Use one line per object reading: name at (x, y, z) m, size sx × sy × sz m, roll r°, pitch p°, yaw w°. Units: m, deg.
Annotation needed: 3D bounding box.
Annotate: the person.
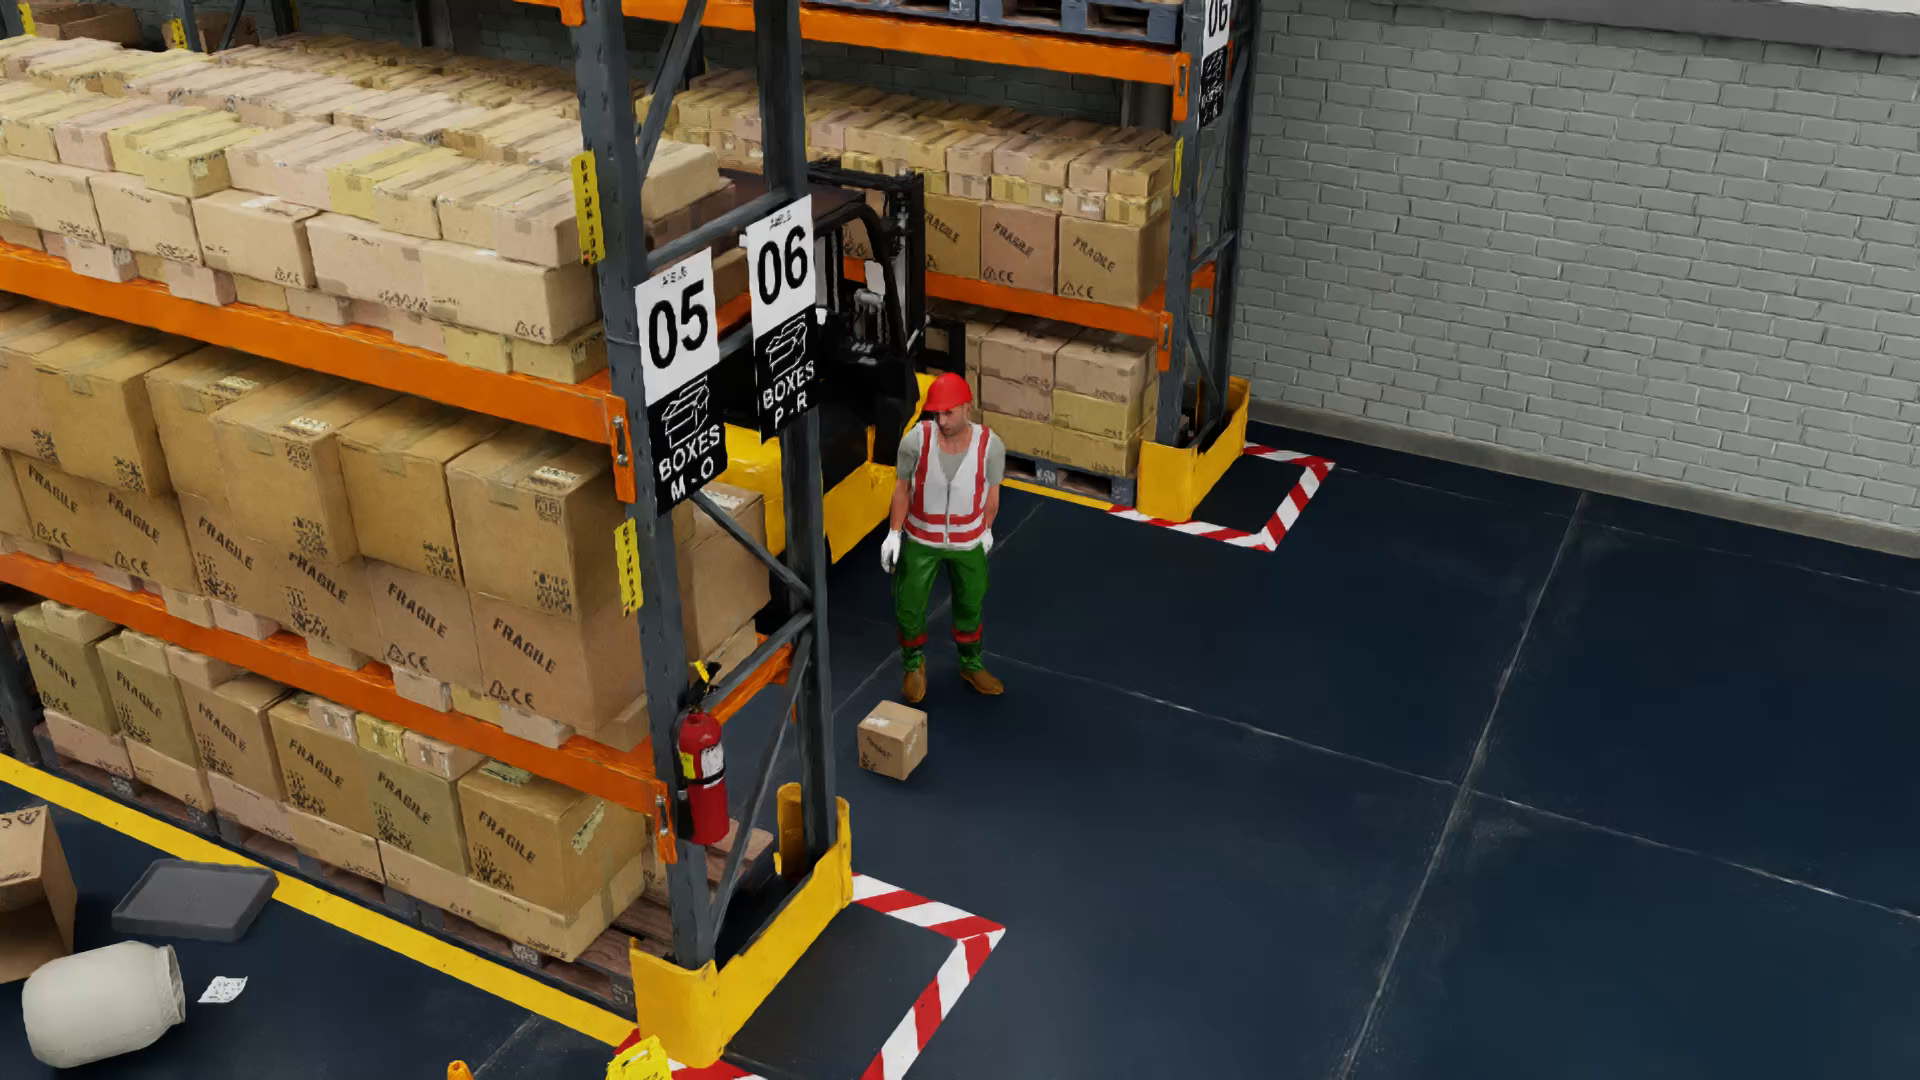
person at (-0.084, 0.004, 8.197) m, size 0.617 × 1.789 × 0.373 m, roll -2°, pitch 30°, yaw -4°
